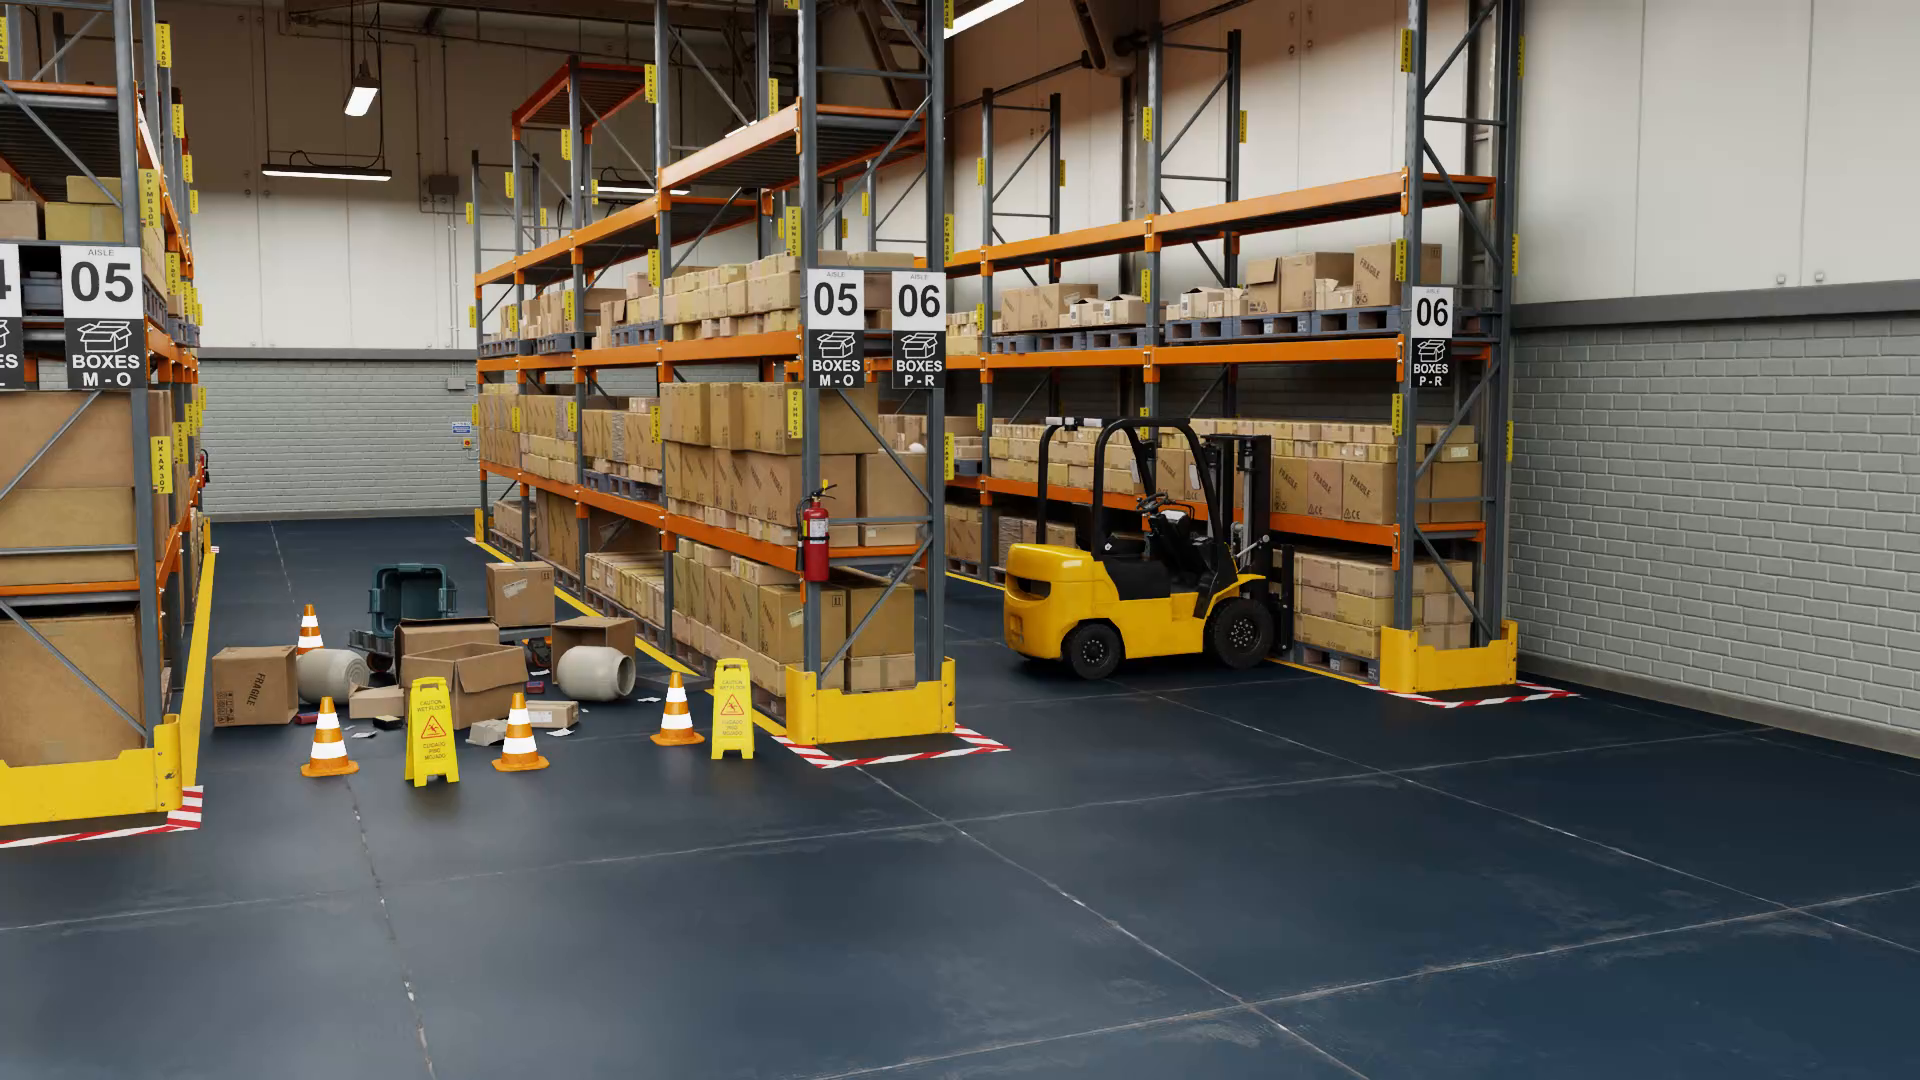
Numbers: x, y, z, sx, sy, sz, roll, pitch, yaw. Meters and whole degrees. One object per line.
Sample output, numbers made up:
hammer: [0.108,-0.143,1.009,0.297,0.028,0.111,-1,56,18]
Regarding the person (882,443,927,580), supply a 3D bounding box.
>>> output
person: [-0.547,-0.296,19.714,0.599,1.724,1.074,-3,6,-26]
